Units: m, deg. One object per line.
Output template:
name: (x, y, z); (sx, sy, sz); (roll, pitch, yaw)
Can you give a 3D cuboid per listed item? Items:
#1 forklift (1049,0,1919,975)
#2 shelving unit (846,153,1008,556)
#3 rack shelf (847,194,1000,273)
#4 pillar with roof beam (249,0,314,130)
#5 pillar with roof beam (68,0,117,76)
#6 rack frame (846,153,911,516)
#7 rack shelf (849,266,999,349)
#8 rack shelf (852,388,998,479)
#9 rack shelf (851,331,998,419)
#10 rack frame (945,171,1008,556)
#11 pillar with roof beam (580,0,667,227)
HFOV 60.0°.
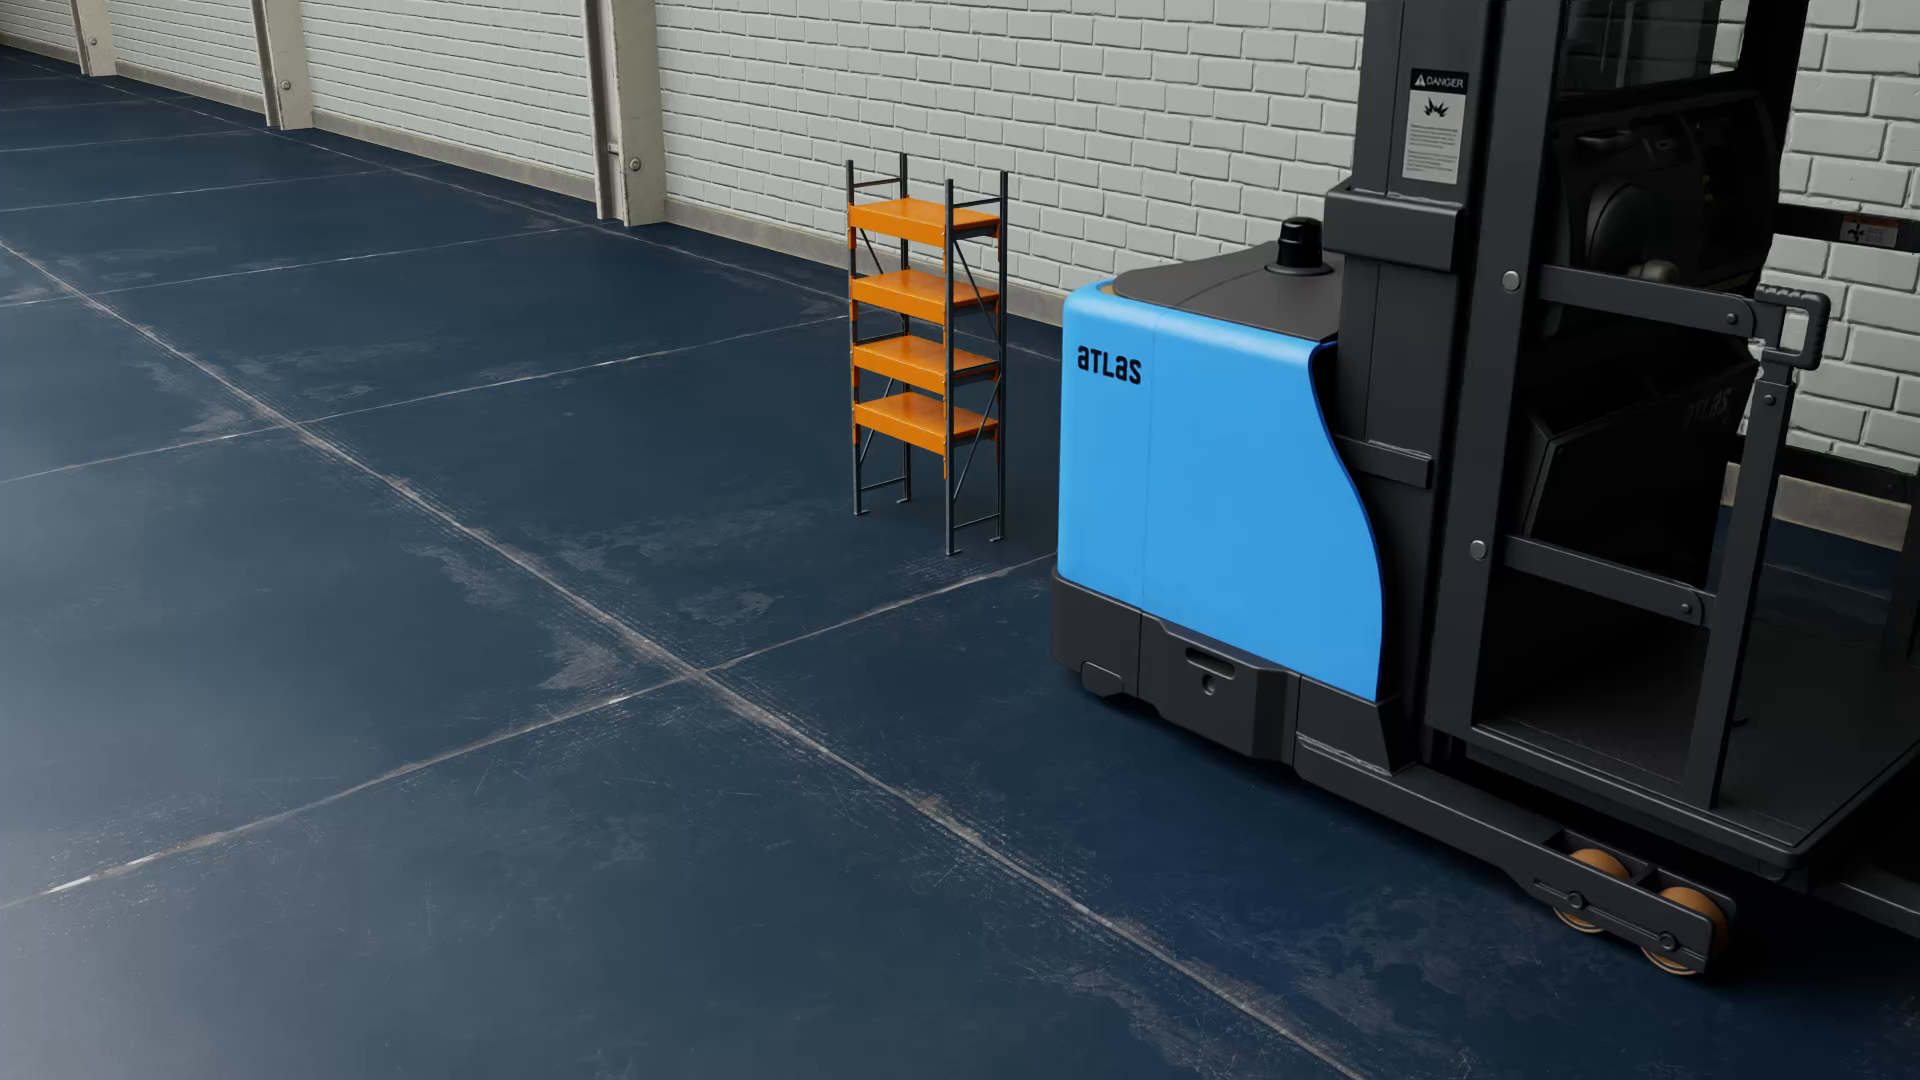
forklift: (1.608, -0.716, 3.294); (1.130, 2.935, 3.031); (-18, 28, -39)
shelving unit: (-0.108, -0.604, 5.382); (0.258, 1.200, 0.503); (-17, 27, -37)
rack shelf: (-0.108, -0.970, 5.239); (0.258, 0.148, 0.480); (-17, 27, -37)
pillar with roof beam: (-9.300, -6.906, 10.777); (9.100, 9.000, 0.400); (-17, 27, -37)
pillar with roof beam: (-13.216, -8.564, 15.009); (9.100, 9.000, 0.400); (-17, 27, -37)
rack frame: (-0.267, -0.672, 5.554); (0.240, 1.200, 0.015); (-17, 27, -37)
rack shelf: (-0.108, -0.750, 5.325); (0.258, 0.148, 0.480); (-17, 27, -37)
rack shelf: (-0.108, -0.357, 5.479); (0.258, 0.148, 0.480); (-17, 27, -37)
rack shelf: (-0.108, -0.542, 5.406); (0.258, 0.148, 0.480); (-17, 27, -37)
rack frame: (0.051, -0.537, 5.210); (0.240, 1.200, 0.015); (-17, 27, -37)
pillar with roof beam: (-5.383, -5.248, 6.545); (9.100, 9.000, 0.400); (-17, 27, -37)
